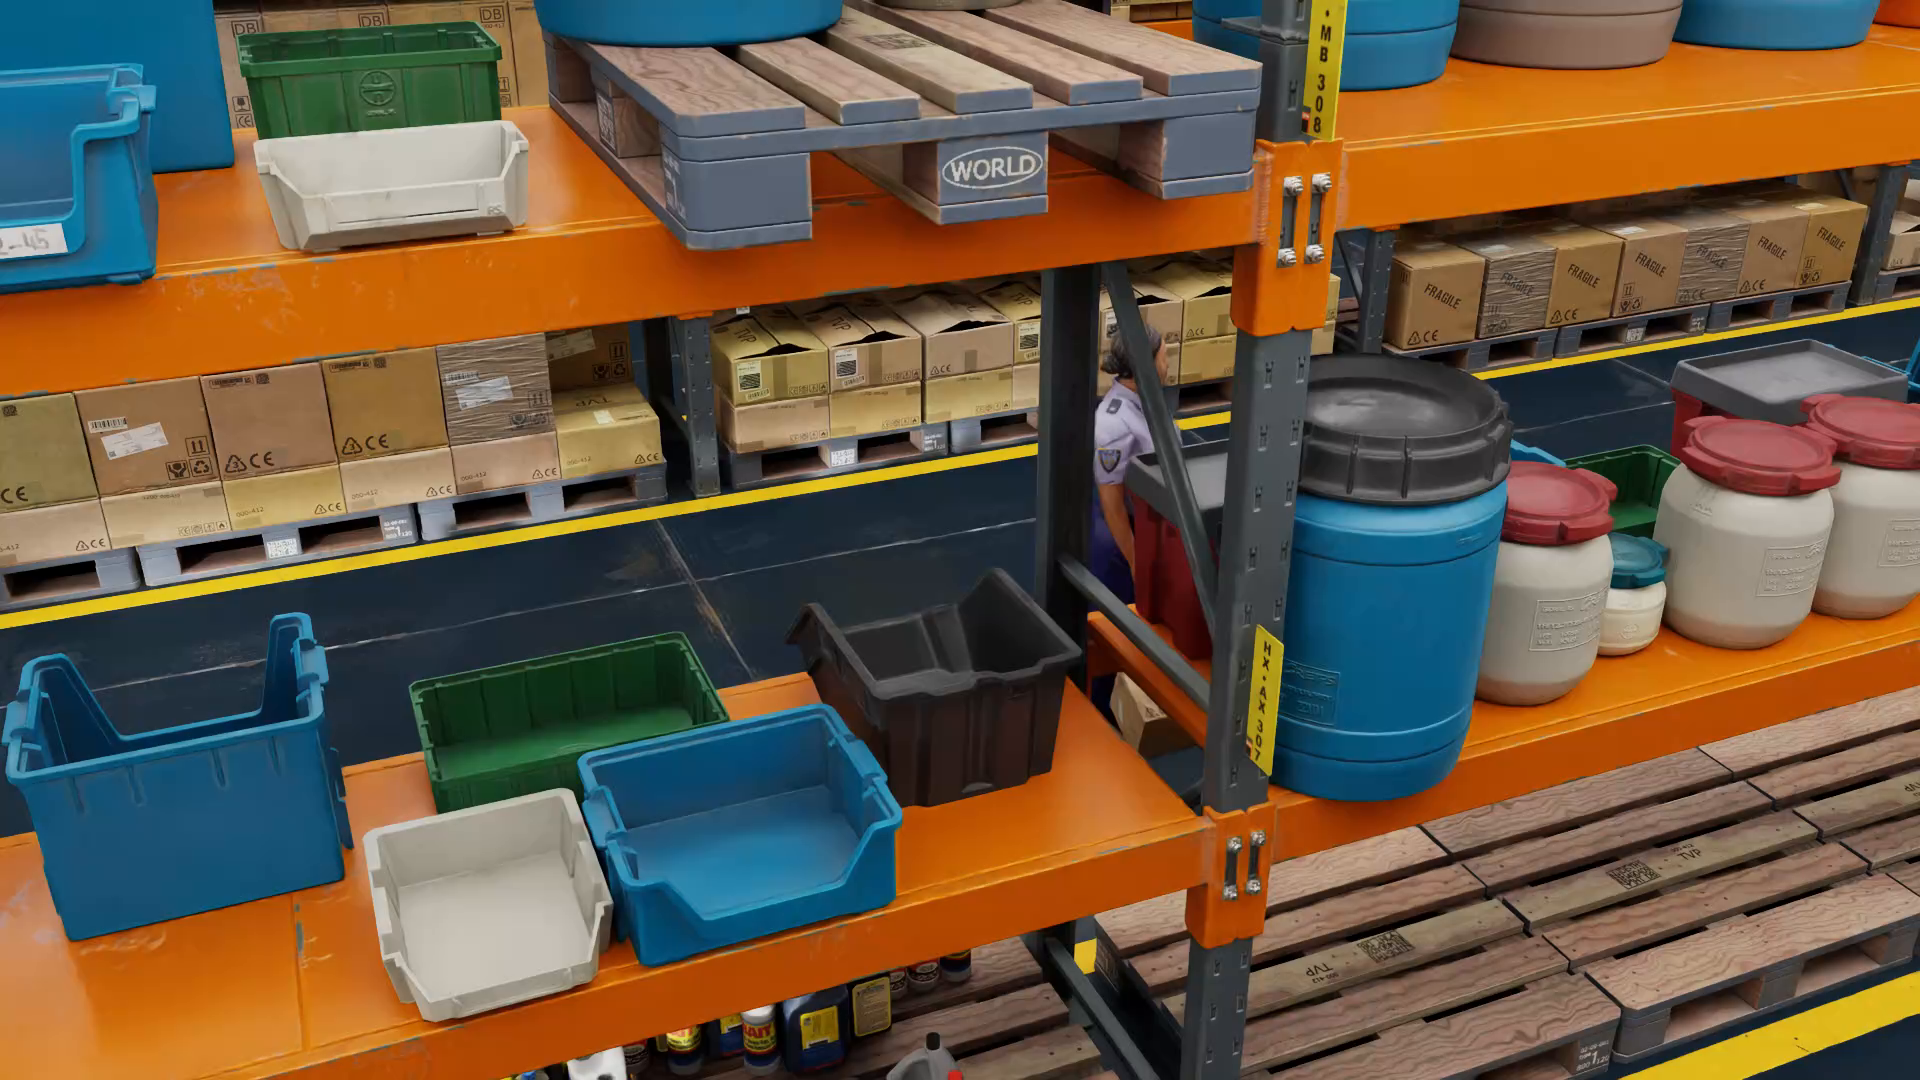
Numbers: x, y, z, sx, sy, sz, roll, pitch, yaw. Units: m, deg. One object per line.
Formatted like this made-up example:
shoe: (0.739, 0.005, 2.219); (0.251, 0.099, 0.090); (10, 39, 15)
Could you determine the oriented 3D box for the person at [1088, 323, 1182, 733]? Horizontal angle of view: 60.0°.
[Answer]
person: (0.599, 0.032, 6.035); (0.369, 1.656, 0.614); (12, 29, 23)
